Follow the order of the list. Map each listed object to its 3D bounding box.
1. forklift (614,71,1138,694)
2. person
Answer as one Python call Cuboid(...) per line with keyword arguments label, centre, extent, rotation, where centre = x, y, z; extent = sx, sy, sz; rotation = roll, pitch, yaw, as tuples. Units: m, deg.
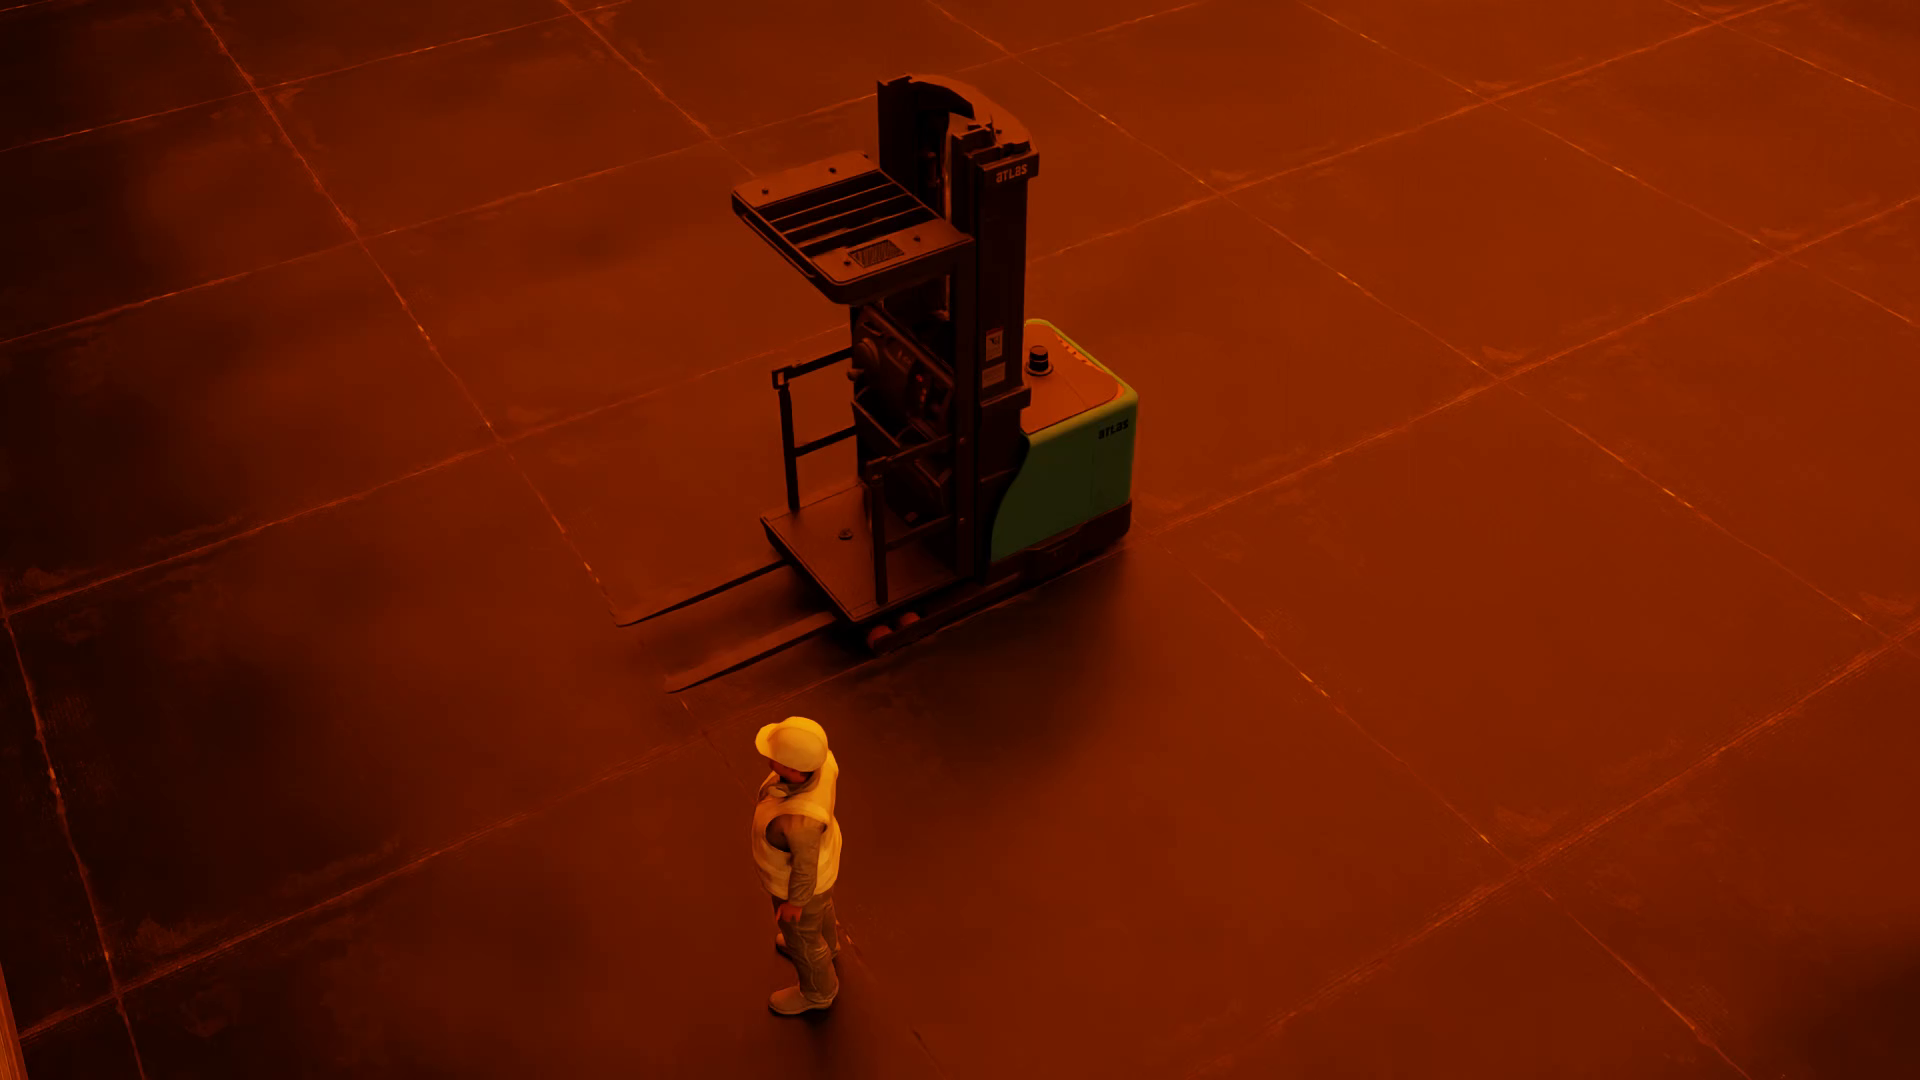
Cuboid(label="forklift", centre=(-0.482, -0.854, 8.849), extent=(3.031, 2.935, 1.130), rotation=(-24, 46, -25))
Cuboid(label="person", centre=(-0.700, 1.391, 7.161), extent=(0.375, 1.775, 0.524), rotation=(2, 41, 2))
